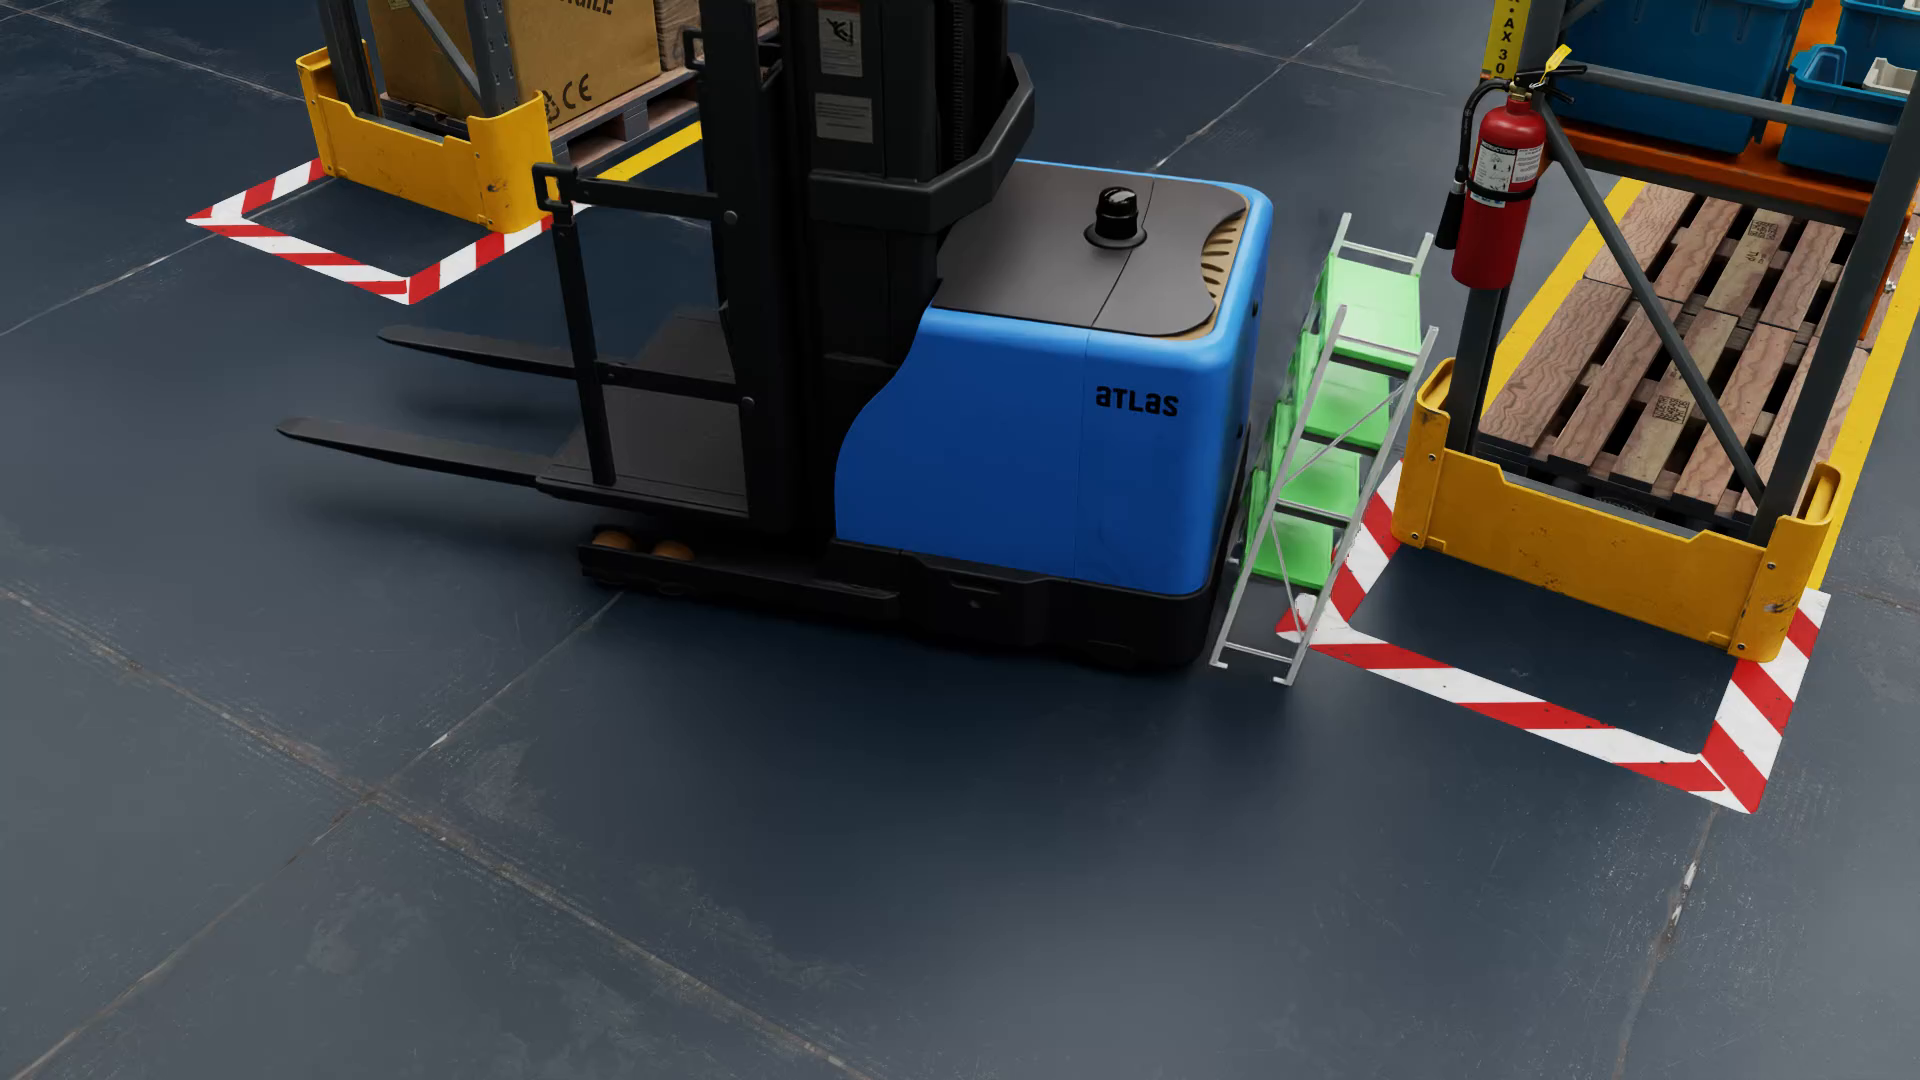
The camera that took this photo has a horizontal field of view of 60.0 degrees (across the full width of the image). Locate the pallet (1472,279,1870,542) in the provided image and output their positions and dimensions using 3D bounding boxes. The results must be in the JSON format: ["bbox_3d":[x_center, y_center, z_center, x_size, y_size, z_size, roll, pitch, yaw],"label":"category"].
[{"bbox_3d":[2.404,-0.422,5.625,1.003,0.211,1.213,21,42,25],"label":"pallet"}]

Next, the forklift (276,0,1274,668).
[{"bbox_3d":[-0.654,-1.292,4.526,3.031,2.935,1.130,10,39,12],"label":"forklift"}]

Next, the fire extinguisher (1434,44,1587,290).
[{"bbox_3d":[1.465,-1.007,4.468,0.296,0.674,0.183,21,42,25],"label":"fire extinguisher"}]

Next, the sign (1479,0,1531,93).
[{"bbox_3d":[1.457,-1.350,4.411,0.100,0.325,0.005,21,42,25],"label":"sign"}]

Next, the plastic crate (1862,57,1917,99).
[{"bbox_3d":[2.582,-1.191,4.506,0.250,0.136,0.298,21,42,25],"label":"plastic crate"}]

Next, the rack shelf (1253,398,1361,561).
[{"bbox_3d":[0.960,-0.174,4.570,0.258,0.148,0.480,15,39,3],"label":"rack shelf"}]

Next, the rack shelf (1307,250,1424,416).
[{"bbox_3d":[1.040,-0.538,4.268,0.258,0.148,0.480,15,39,3],"label":"rack shelf"}]

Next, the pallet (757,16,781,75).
[{"bbox_3d":[-1.236,-2.694,8.572,1.003,0.211,1.213,21,42,25],"label":"pallet"}]

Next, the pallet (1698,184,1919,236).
[{"bbox_3d":[3.712,-1.680,7.257,1.003,0.211,1.213,21,42,25],"label":"pallet"}]

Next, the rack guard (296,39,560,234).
[{"bbox_3d":[-2.265,-1.732,7.087,1.175,0.500,0.348,21,42,25],"label":"rack guard"}]

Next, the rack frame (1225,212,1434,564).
[{"bbox_3d":[1.019,-0.369,4.719,0.240,1.200,0.015,15,39,3],"label":"rack frame"}]

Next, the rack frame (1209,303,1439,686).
[{"bbox_3d":[0.923,-0.076,4.340,0.240,1.200,0.015,15,39,3],"label":"rack frame"}]

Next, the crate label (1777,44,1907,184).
[{"bbox_3d":[2.340,-1.091,4.297,0.416,0.233,0.303,21,42,25],"label":"crate label"}]

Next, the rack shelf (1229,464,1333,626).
[{"bbox_3d":[0.920,0.008,4.721,0.258,0.148,0.480,15,39,3],"label":"rack shelf"}]

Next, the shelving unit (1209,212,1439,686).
[{"bbox_3d":[0.971,-0.222,4.529,0.258,1.200,0.503,15,39,3],"label":"shelving unit"}]

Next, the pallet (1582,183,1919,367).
[{"bbox_3d":[3.059,-1.049,6.438,1.003,0.211,1.213,21,42,25],"label":"pallet"}]

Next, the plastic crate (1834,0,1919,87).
[{"bbox_3d":[2.693,-1.431,4.737,0.416,0.233,0.300,21,42,25],"label":"plastic crate"}]

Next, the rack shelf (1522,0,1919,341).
[{"bbox_3d":[3.001,-1.860,5.796,1.077,0.370,4.000,21,42,25],"label":"rack shelf"}]

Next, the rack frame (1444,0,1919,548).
[{"bbox_3d":[1.930,-1.114,4.239,1.000,3.000,0.127,21,42,25],"label":"rack frame"}]

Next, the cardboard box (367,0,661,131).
[{"bbox_3d":[-1.977,-2.415,7.323,0.875,0.875,0.875,21,42,25],"label":"cardboard box"}]

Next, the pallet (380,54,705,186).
[{"bbox_3d":[-1.890,-2.068,7.759,1.003,0.211,1.213,21,42,25],"label":"pallet"}]

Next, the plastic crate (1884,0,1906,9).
[{"bbox_3d":[3.045,-1.770,5.177,0.416,0.233,0.300,21,42,25],"label":"plastic crate"}]

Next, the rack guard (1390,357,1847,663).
[{"bbox_3d":[1.928,-0.108,4.980,1.175,0.500,0.348,21,42,25],"label":"rack guard"}]

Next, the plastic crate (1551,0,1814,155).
[{"bbox_3d":[1.951,-1.386,4.513,0.616,0.435,0.499,21,42,25],"label":"plastic crate"}]

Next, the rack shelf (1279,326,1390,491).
[{"bbox_3d":[1.000,-0.356,4.419,0.258,0.148,0.480,15,39,3],"label":"rack shelf"}]

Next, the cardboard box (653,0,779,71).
[{"bbox_3d":[-1.490,-2.884,7.931,0.875,0.875,0.875,21,42,25],"label":"cardboard box"}]

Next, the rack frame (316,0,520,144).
[{"bbox_3d":[-2.252,-2.734,6.340,1.000,3.000,0.127,21,42,25],"label":"rack frame"}]

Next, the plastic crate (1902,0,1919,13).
[{"bbox_3d":[2.945,-1.541,4.959,0.250,0.136,0.298,21,42,25],"label":"plastic crate"}]
